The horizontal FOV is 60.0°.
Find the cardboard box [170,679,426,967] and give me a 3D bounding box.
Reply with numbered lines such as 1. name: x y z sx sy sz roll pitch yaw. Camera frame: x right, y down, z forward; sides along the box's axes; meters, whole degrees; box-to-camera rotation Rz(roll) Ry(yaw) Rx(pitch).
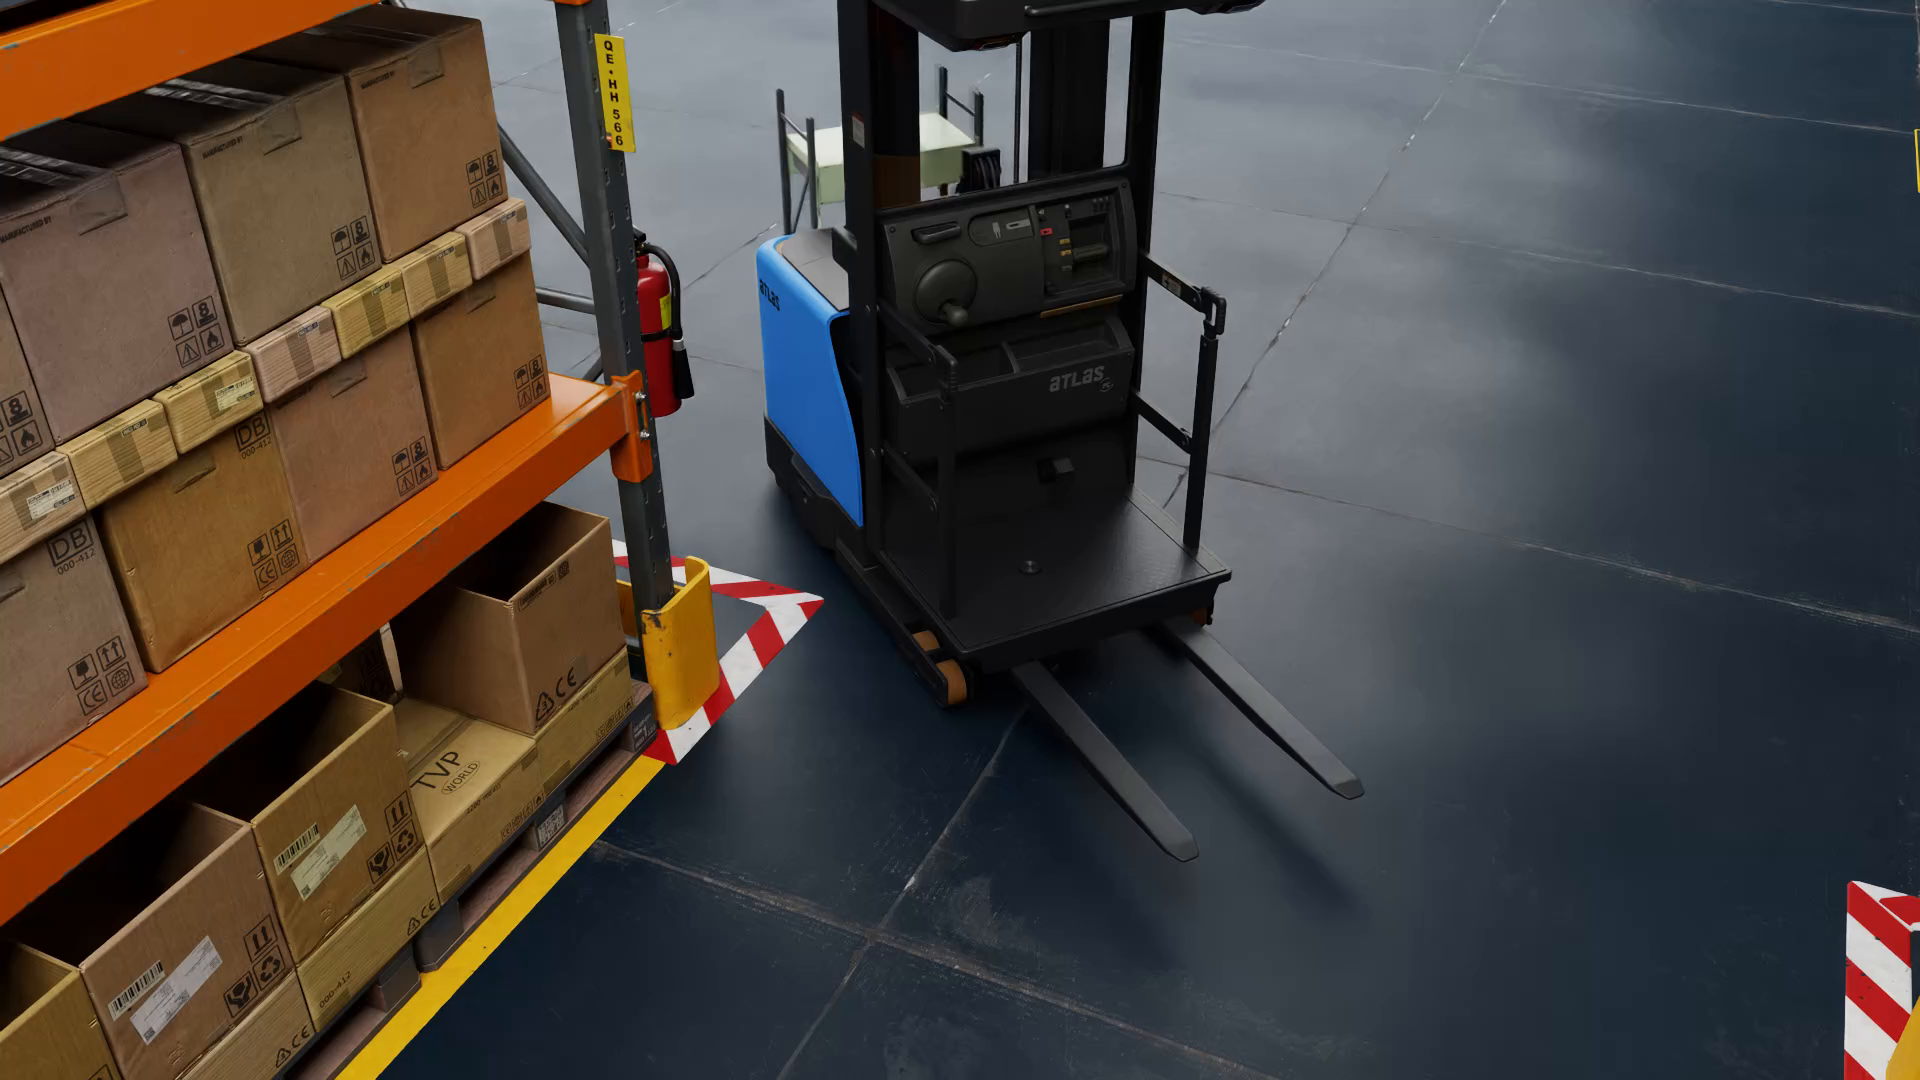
1. cardboard box: -1.810 0.705 4.380 0.500 0.500 0.500 14 36 20

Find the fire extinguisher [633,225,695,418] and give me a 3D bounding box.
1. fire extinguisher: -0.980 -0.712 5.172 0.296 0.674 0.183 14 36 20

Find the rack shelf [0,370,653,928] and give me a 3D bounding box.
1. rack shelf: -2.288 0.504 3.901 1.077 0.370 4.000 14 36 20

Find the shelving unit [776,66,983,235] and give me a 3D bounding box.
1. shelving unit: -0.335 -1.214 7.231 0.755 1.500 0.431 -14 36 -20

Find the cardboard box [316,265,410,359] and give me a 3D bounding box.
1. cardboard box: -1.653 -0.614 4.267 0.380 0.149 0.250 14 36 20

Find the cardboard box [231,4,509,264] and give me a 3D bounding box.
1. cardboard box: -1.680 -1.121 4.450 0.700 0.500 0.500 14 36 21

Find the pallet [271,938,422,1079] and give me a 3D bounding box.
1. pallet: -2.245 1.369 4.469 1.003 0.211 1.213 14 36 20

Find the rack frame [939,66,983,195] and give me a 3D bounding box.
1. rack frame: -0.001 -1.296 7.356 0.023 1.500 0.400 -14 36 -20

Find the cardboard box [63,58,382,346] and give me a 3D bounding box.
1. cardboard box: -1.895 -0.858 4.048 0.700 0.500 0.500 13 36 19

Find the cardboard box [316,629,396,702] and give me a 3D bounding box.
1. cardboard box: -2.085 0.334 4.946 0.500 0.500 0.500 14 36 20

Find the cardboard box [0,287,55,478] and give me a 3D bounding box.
1. cardboard box: -2.315 -0.357 3.285 0.700 0.500 0.500 14 36 21

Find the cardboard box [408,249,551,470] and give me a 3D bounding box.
1. cardboard box: -1.658 -0.605 4.846 0.700 0.500 0.500 14 36 20

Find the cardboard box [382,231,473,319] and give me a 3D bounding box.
1. cardboard box: -1.546 -0.741 4.462 0.380 0.149 0.250 15 36 22

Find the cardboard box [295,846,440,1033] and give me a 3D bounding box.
1. cardboard box: -1.813 1.018 4.587 0.500 0.250 0.500 14 36 20

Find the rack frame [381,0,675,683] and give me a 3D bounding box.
1. rack frame: -1.451 -0.793 5.223 1.000 3.000 0.127 14 36 20

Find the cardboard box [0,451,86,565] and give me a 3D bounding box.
1. cardboard box: -2.085 -0.099 3.482 0.380 0.149 0.250 14 36 20

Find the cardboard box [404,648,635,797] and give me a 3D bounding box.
1. cardboard box: -1.407 0.517 5.351 0.500 0.250 0.500 14 36 20

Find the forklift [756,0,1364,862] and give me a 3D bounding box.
1. forklift: 0.281 -0.916 5.474 1.130 2.935 3.031 -15 36 -22

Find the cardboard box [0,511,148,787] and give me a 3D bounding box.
1. cardboard box: -2.303 0.167 3.669 0.700 0.500 0.500 15 36 22

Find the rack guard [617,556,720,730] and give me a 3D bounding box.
1. rack guard: -1.441 0.241 5.927 1.175 0.500 0.348 14 36 20

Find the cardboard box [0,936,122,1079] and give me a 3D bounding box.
1. cardboard box: -2.228 1.203 3.620 0.500 0.500 0.500 14 36 20

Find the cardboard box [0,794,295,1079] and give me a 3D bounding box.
1. cardboard box: -2.020 0.954 4.001 0.500 0.500 0.500 14 36 20

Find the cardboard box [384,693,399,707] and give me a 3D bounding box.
1. cardboard box: -2.083 0.648 5.151 0.500 0.250 0.500 14 36 20

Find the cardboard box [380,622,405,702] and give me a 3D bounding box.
1. cardboard box: -1.877 0.398 5.532 0.500 0.250 0.500 14 36 20

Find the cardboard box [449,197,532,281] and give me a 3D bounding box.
1. cardboard box: -1.438 -0.872 4.661 0.380 0.149 0.250 14 36 20

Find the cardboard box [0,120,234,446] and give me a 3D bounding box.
1. cardboard box: -2.105 -0.607 3.665 0.700 0.500 0.500 14 36 21

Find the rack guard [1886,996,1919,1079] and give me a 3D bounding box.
1. rack guard: 3.018 1.425 4.121 1.175 0.500 0.348 14 36 20

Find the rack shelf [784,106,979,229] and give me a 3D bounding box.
1. rack shelf: -0.334 -1.539 7.015 0.720 0.370 0.431 -14 36 -20

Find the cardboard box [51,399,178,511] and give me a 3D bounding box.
1. cardboard box: -1.978 -0.226 3.677 0.380 0.149 0.250 15 36 22

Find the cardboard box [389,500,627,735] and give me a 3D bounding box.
1. cardboard box: -1.405 0.203 5.145 0.500 0.500 0.500 14 36 20

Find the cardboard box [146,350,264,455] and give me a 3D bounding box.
1. cardboard box: -1.870 -0.358 3.878 0.380 0.149 0.250 15 36 22

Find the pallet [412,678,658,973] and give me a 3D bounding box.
1. pallet: -1.733 0.764 5.392 1.003 0.211 1.213 14 36 20

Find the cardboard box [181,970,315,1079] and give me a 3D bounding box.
1. cardboard box: -2.024 1.266 4.208 0.500 0.250 0.500 14 36 20

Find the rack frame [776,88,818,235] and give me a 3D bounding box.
1. rack frame: -0.669 -1.132 7.106 0.023 1.500 0.400 -14 36 -20

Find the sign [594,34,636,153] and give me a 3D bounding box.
1. sign: -0.964 -1.244 4.640 0.100 0.325 0.005 14 36 20

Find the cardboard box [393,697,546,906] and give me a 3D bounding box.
1. cardboard box: -1.605 0.768 4.967 0.500 0.250 0.500 14 36 20

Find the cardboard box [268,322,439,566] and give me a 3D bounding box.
1. cardboard box: -1.873 -0.342 4.445 0.700 0.500 0.500 15 36 22

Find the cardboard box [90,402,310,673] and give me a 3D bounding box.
1. cardboard box: -2.086 -0.096 4.070 0.700 0.500 0.500 14 36 21

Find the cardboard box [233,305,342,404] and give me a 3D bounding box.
1. cardboard box: -1.760 -0.489 4.077 0.380 0.149 0.250 15 36 21
